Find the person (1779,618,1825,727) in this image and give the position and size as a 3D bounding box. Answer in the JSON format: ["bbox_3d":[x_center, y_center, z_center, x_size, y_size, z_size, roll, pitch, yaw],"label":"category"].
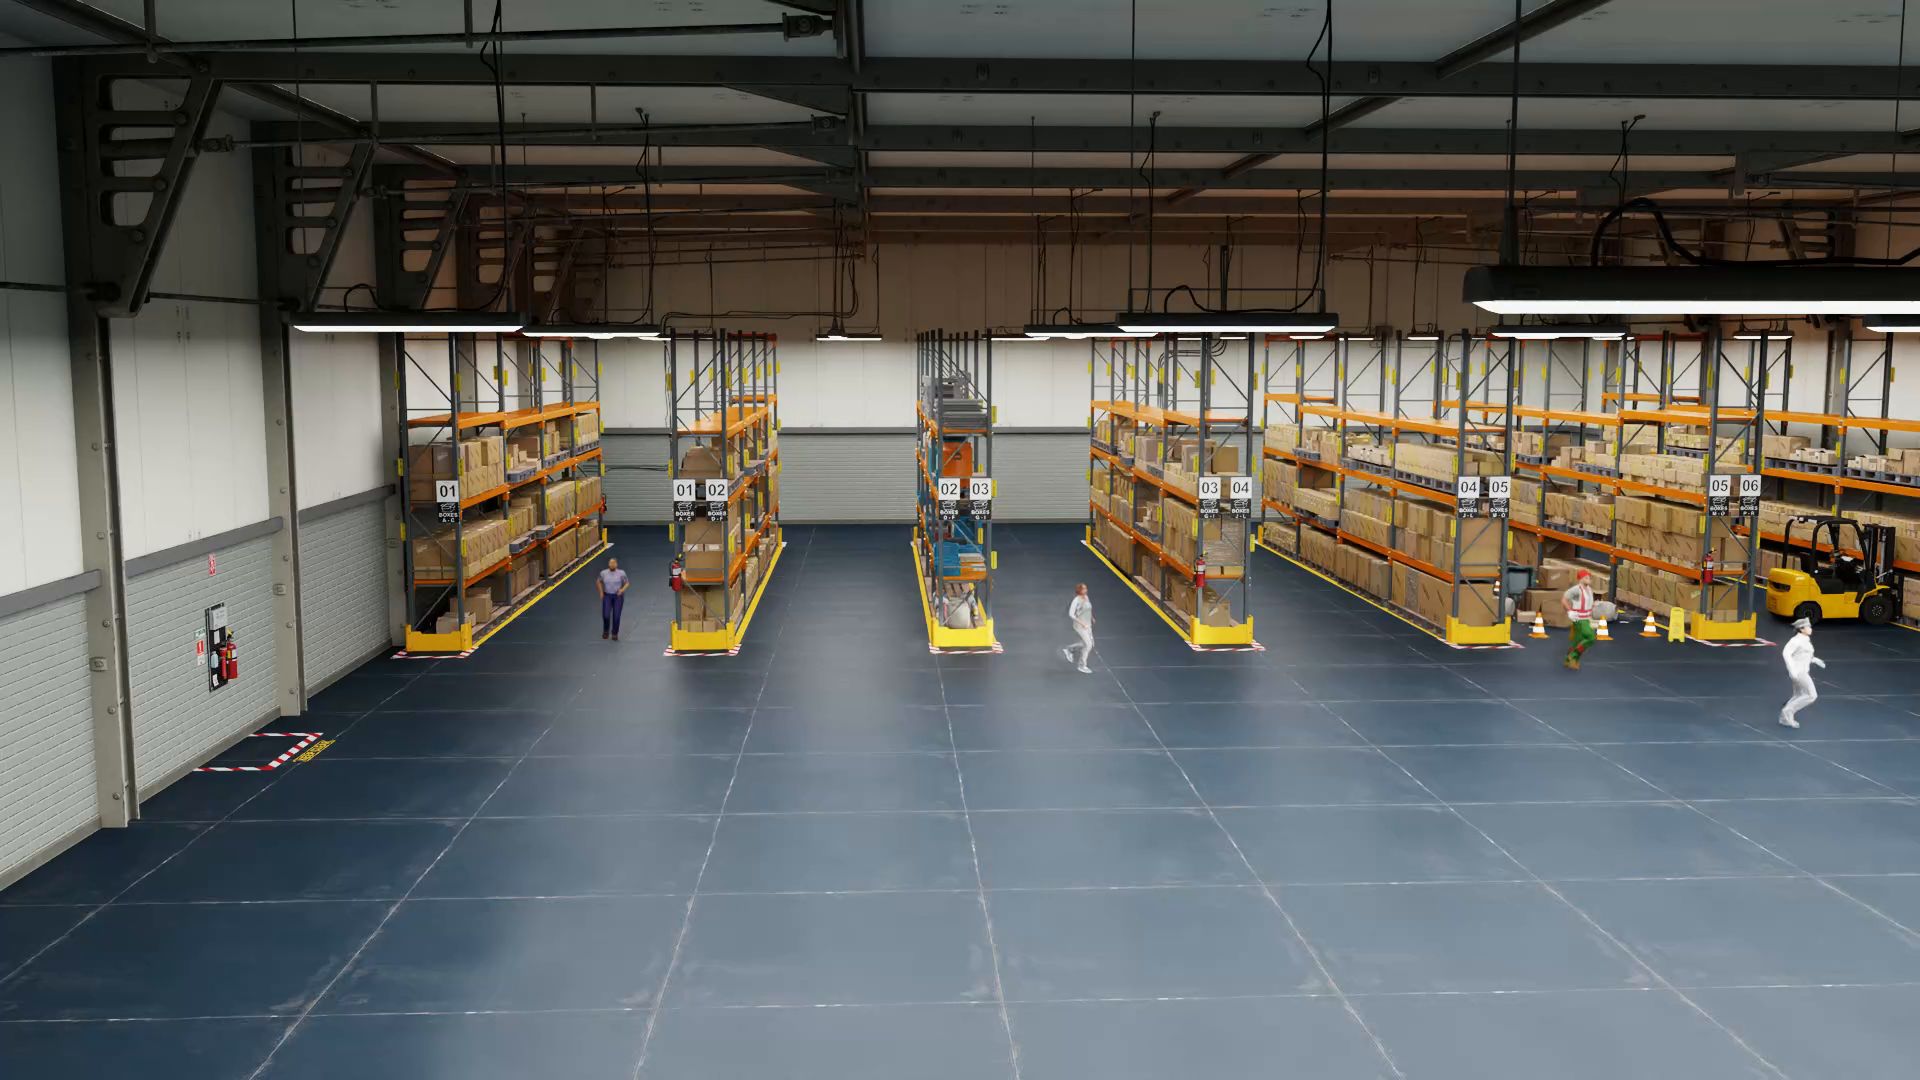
[{"bbox_3d":[12.588,1.974,24.837,0.567,1.662,0.623,4,8,32],"label":"person"}]

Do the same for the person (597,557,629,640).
[{"bbox_3d":[-6.696,1.141,32.118,0.610,1.614,0.583,-1,7,-11],"label":"person"}]

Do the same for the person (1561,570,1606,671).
[{"bbox_3d":[10.961,1.408,29.202,0.624,1.770,0.667,-7,9,-44],"label":"person"}]

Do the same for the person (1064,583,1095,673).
[{"bbox_3d":[2.079,1.528,29.179,0.557,1.573,0.540,4,8,32],"label":"person"}]
